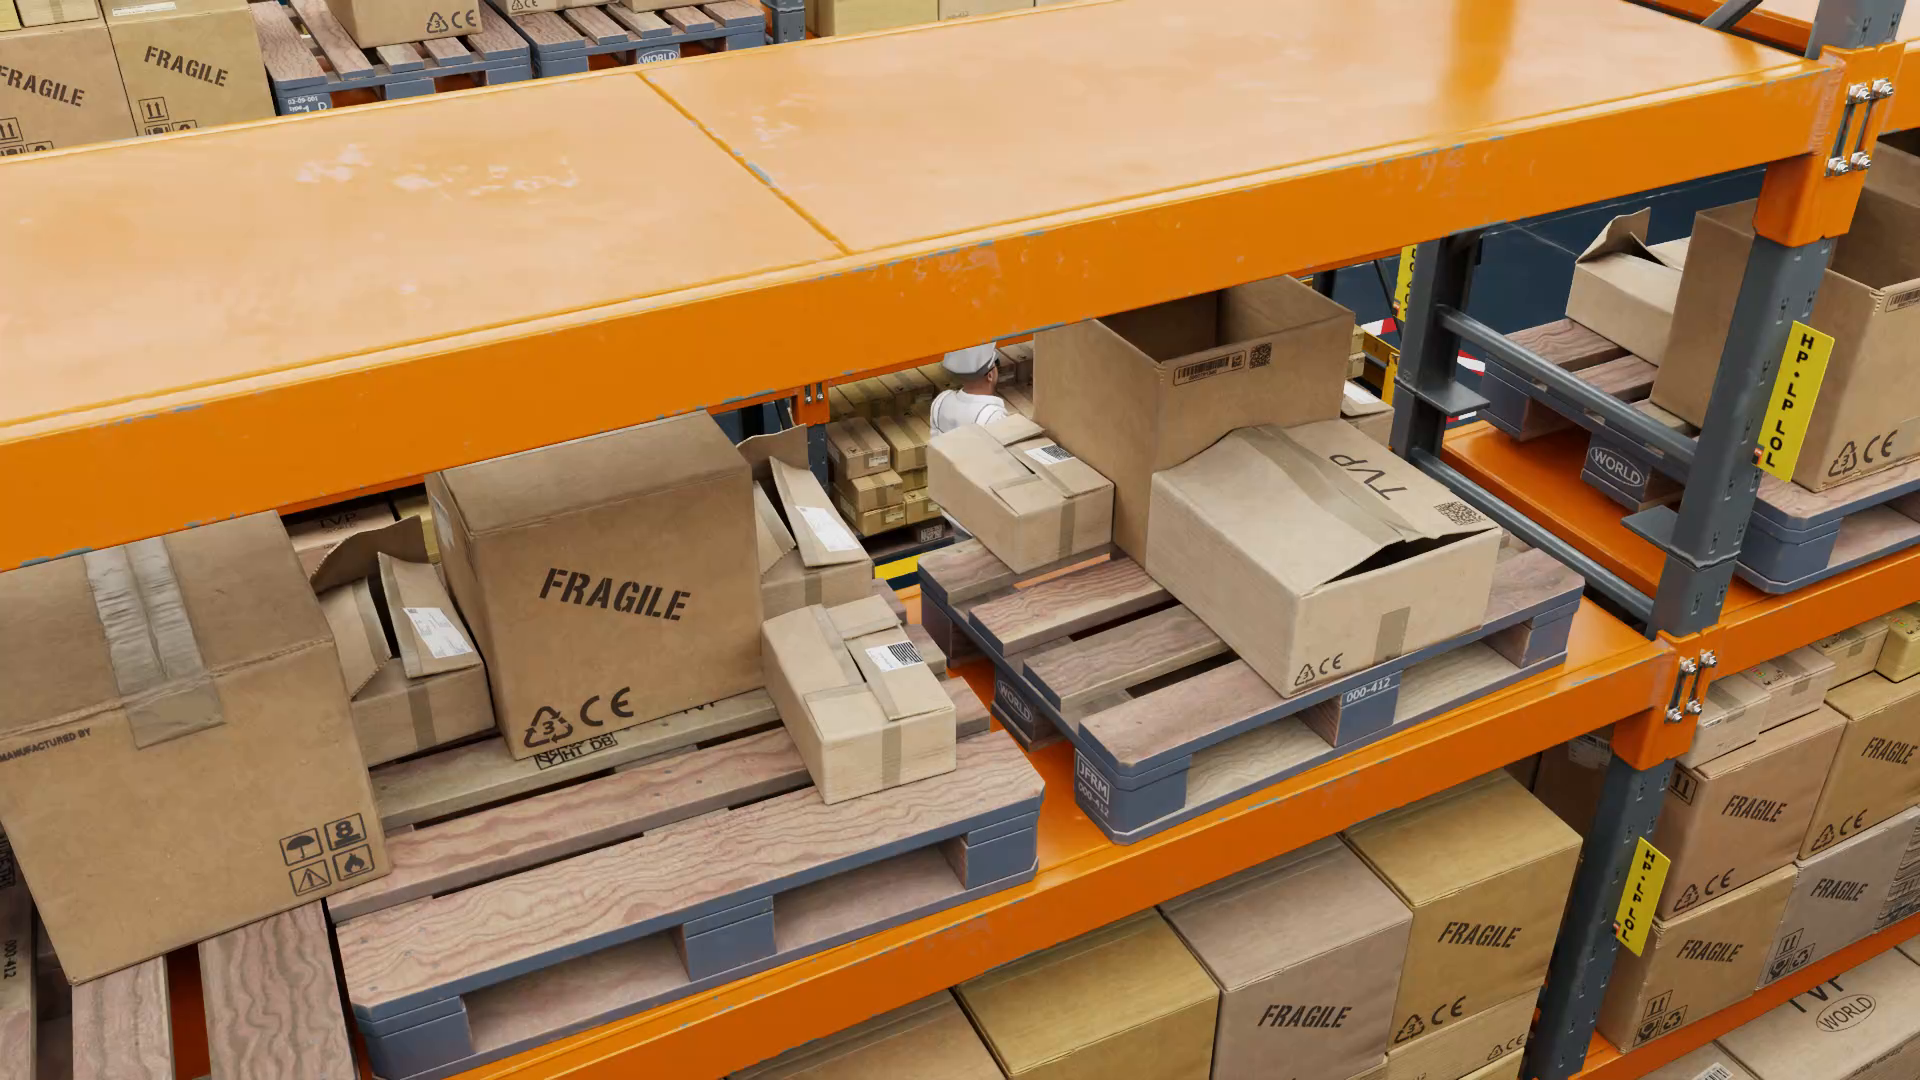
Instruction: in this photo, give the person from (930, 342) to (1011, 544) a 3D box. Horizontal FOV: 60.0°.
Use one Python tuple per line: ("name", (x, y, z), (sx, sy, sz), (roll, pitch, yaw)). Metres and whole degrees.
("person", (0.199, -0.173, 7.833), (0.574, 1.780, 0.640), (-25, 41, -34))
